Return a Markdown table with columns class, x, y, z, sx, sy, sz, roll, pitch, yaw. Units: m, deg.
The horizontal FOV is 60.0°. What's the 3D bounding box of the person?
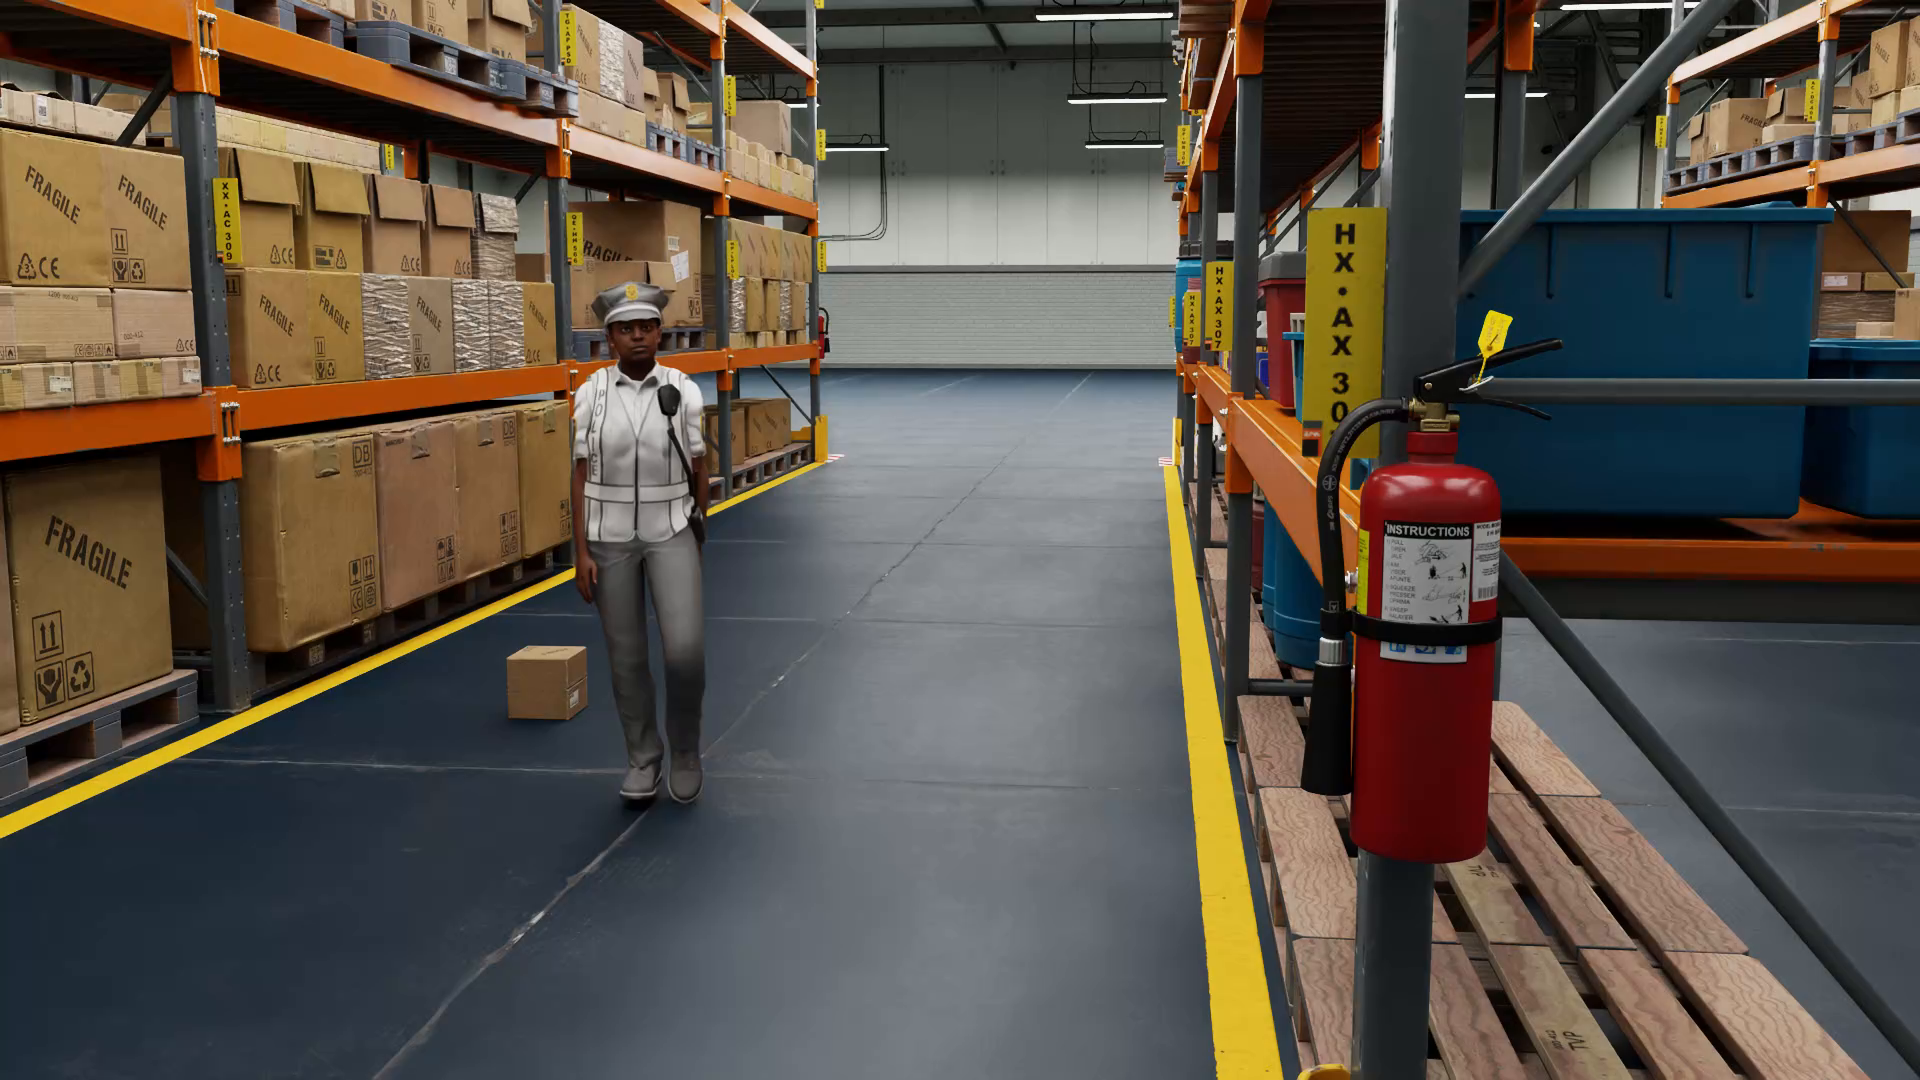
| class | x | y | z | sx | sy | sz | roll | pitch | yaw |
| --- | --- | --- | --- | --- | --- | --- | --- | --- | --- |
| person | -1.031 | 0.032 | 5.378 | 0.433 | 1.710 | 0.428 | -1 | 8 | -6 |
